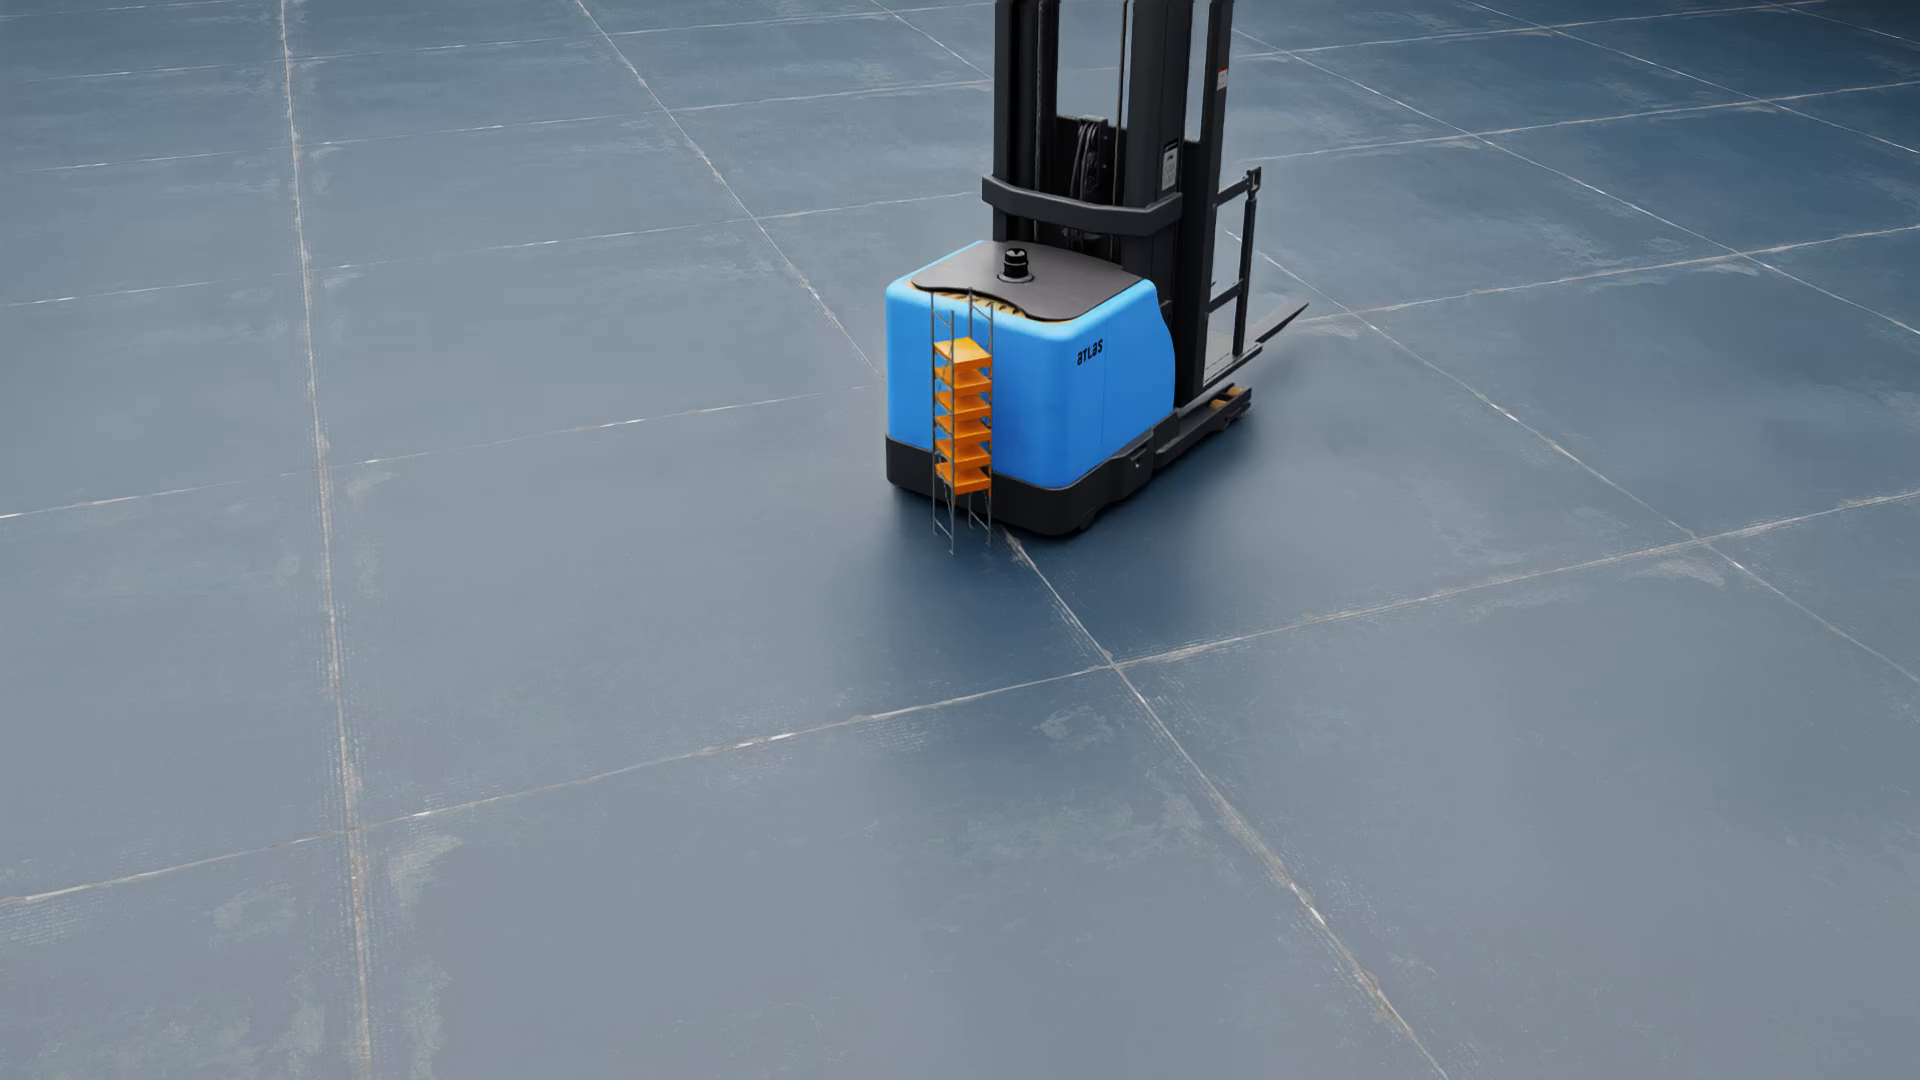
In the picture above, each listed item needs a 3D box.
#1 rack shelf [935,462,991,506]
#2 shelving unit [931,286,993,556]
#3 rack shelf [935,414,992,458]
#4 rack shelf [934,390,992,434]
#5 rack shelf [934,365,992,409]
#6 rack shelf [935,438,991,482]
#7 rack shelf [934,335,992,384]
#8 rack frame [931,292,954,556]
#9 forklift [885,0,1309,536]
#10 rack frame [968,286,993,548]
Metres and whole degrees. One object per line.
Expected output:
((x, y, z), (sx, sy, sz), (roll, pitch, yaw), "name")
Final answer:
((0.007, -0.272, 7.590), (0.180, 0.103, 0.258), (-12, 32, -21), "rack shelf")
((0.007, -0.519, 7.449), (0.189, 1.200, 0.258), (-12, 32, -21), "shelving unit")
((0.007, -0.481, 7.471), (0.180, 0.103, 0.258), (-12, 32, -21), "rack shelf")
((0.007, -0.585, 7.412), (0.180, 0.103, 0.258), (-12, 32, -21), "rack shelf")
((0.007, -0.689, 7.352), (0.180, 0.103, 0.258), (-12, 32, -21), "rack shelf")
((0.007, -0.376, 7.531), (0.180, 0.103, 0.258), (-12, 32, -21), "rack shelf")
((0.007, -0.793, 7.293), (0.180, 0.103, 0.258), (-12, 32, -21), "rack shelf")
((-0.077, -0.501, 7.417), (0.006, 1.200, 0.240), (-12, 32, -21), "rack frame")
((0.902, -1.971, 8.249), (1.130, 2.935, 3.031), (19, 35, 30), "forklift")
((0.091, -0.537, 7.481), (0.006, 1.200, 0.240), (-12, 32, -21), "rack frame")
